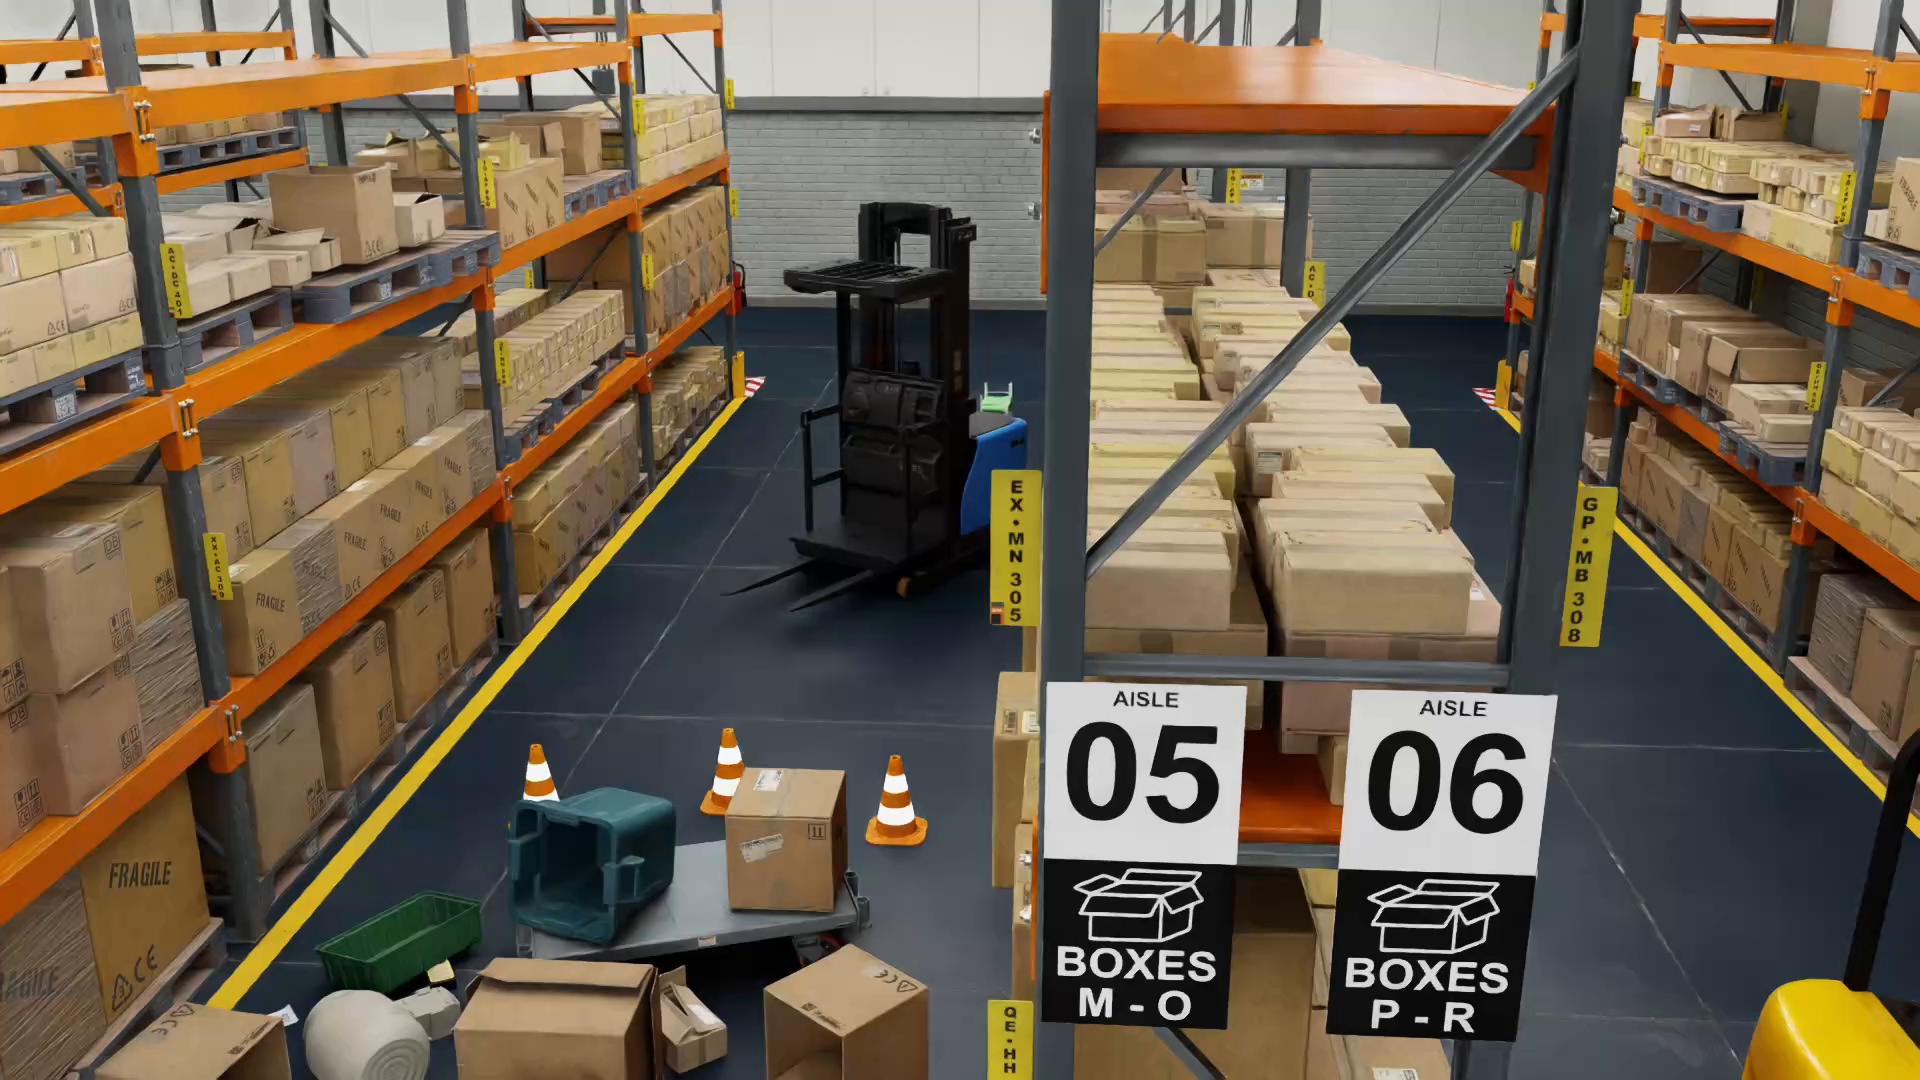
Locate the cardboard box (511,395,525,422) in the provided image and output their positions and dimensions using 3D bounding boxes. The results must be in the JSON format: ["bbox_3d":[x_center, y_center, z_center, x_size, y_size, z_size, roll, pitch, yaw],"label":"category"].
[{"bbox_3d":[-3.455,-0.979,12.324,0.380,0.149,0.250,2,18,7],"label":"cardboard box"}]

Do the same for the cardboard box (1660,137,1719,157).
[{"bbox_3d":[6.068,-3.262,13.835,0.380,0.149,0.250,2,18,5],"label":"cardboard box"}]

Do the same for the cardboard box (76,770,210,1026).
[{"bbox_3d":[-4.109,1.565,7.568,0.875,0.875,0.875,2,18,5],"label":"cardboard box"}]

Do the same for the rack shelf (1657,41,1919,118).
[{"bbox_3d":[6.331,-3.433,12.245,1.077,0.370,4.000,1,18,4],"label":"rack shelf"}]

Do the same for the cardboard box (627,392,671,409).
[{"bbox_3d":[-3.146,-1.399,16.824,0.380,0.149,0.250,1,18,2],"label":"cardboard box"}]

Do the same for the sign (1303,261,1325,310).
[{"bbox_3d":[1.492,-1.021,7.075,0.100,0.325,0.005,1,18,4],"label":"sign"}]

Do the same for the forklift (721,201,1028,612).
[{"bbox_3d":[-0.664,-1.106,13.091,1.130,2.935,3.031,12,22,33],"label":"forklift"}]

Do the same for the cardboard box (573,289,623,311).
[{"bbox_3d":[-3.255,-2.158,14.964,0.380,0.149,0.250,2,18,6],"label":"cardboard box"}]

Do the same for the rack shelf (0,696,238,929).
[{"bbox_3d":[-4.138,1.524,6.110,1.077,0.370,4.000,1,18,4],"label":"rack shelf"}]

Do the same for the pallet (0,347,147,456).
[{"bbox_3d":[-4.064,-0.569,6.666,1.003,0.211,1.213,1,18,4],"label":"pallet"}]

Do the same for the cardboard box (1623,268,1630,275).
[{"bbox_3d":[6.955,-2.739,17.726,0.500,0.250,0.500,1,18,4],"label":"cardboard box"}]

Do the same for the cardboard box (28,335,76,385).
[{"bbox_3d":[-3.737,-0.713,6.534,0.380,0.149,0.250,2,18,5],"label":"cardboard box"}]

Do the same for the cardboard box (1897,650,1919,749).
[{"bbox_3d":[6.043,1.042,9.565,0.875,0.625,0.625,1,18,2],"label":"cardboard box"}]

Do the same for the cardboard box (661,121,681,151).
[{"bbox_3d":[-3.057,-3.970,16.343,0.500,0.250,0.500,2,18,5],"label":"cardboard box"}]

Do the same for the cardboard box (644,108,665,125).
[{"bbox_3d":[-3.082,-4.113,16.140,0.380,0.149,0.250,1,18,2],"label":"cardboard box"}]

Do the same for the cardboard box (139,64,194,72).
[{"bbox_3d":[-8.229,-4.757,17.108,0.500,0.250,0.500,1,18,2],"label":"cardboard box"}]

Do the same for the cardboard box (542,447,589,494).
[{"bbox_3d":[-3.332,-0.569,13.478,0.500,0.250,0.500,1,18,4],"label":"cardboard box"}]

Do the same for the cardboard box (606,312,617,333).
[{"bbox_3d":[-3.270,-1.935,14.764,0.380,0.149,0.250,1,18,4],"label":"cardboard box"}]

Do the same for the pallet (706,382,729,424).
[{"bbox_3d":[-3.233,-1.566,18.863,1.003,0.211,1.213,1,18,4],"label":"pallet"}]

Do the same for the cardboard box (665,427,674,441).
[{"bbox_3d":[-3.089,-1.036,16.670,0.380,0.149,0.250,1,18,4],"label":"cardboard box"}]

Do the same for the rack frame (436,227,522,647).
[{"bbox_3d":[-3.708,-0.681,11.685,1.000,3.000,0.127,1,18,4],"label":"rack frame"}]

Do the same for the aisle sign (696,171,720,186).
[{"bbox_3d":[-2.830,-4.417,18.912,0.394,0.787,0.004,1,18,4],"label":"aisle sign"}]

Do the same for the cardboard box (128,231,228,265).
[{"bbox_3d":[-4.125,-1.429,8.555,0.500,0.250,0.500,1,18,3],"label":"cardboard box"}]

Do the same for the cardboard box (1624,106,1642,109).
[{"bbox_3d":[6.375,-4.106,16.279,0.500,0.250,0.500,2,18,5],"label":"cardboard box"}]

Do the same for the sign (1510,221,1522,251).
[{"bbox_3d":[6.220,-3.401,18.594,0.100,0.325,0.005,1,18,4],"label":"sign"}]

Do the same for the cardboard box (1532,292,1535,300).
[{"bbox_3d":[6.492,-2.682,18.194,0.380,0.149,0.250,2,18,5],"label":"cardboard box"}]

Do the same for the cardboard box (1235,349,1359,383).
[{"bbox_3d":[1.119,-0.537,5.551,0.380,0.149,0.250,1,18,5],"label":"cardboard box"}]

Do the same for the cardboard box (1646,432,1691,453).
[{"bbox_3d":[6.241,-0.862,14.534,0.380,0.149,0.250,1,18,2],"label":"cardboard box"}]

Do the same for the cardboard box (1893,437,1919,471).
[{"bbox_3d":[5.855,-0.511,9.964,0.380,0.149,0.250,1,18,5],"label":"cardboard box"}]

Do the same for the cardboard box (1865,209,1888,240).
[{"bbox_3d":[5.860,-1.953,10.288,0.380,0.166,0.250,1,18,4],"label":"cardboard box"}]

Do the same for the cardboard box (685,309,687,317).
[{"bbox_3d":[-3.055,-2.379,17.271,0.380,0.149,0.250,2,18,6],"label":"cardboard box"}]

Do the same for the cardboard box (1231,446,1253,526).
[{"bbox_3d":[1.023,-0.081,4.798,0.500,0.250,0.500,2,18,6],"label":"cardboard box"}]

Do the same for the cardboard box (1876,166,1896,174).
[{"bbox_3d":[6.525,-2.525,11.617,0.380,0.149,0.250,2,18,6],"label":"cardboard box"}]

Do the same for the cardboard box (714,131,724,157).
[{"bbox_3d":[-2.903,-4.373,18.375,0.500,0.250,0.500,1,18,3],"label":"cardboard box"}]

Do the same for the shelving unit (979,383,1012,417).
[{"bbox_3d":[0.319,-0.755,14.802,0.258,1.200,0.503,2,18,5],"label":"shelving unit"}]

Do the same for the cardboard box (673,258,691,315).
[{"bbox_3d":[-3.034,-2.570,16.812,0.500,0.500,0.500,1,18,3],"label":"cardboard box"}]

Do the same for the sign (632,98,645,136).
[{"bbox_3d":[-2.867,-3.771,14.834,0.100,0.325,0.005,1,18,4],"label":"sign"}]

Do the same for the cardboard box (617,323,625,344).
[{"bbox_3d":[-3.252,-1.876,15.061,0.380,0.149,0.250,1,18,3],"label":"cardboard box"}]

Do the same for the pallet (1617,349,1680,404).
[{"bbox_3d":[6.309,-1.398,14.181,1.003,0.211,1.213,1,18,4],"label":"pallet"}]

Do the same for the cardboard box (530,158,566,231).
[{"bbox_3d":[-3.342,-2.637,12.675,0.500,0.500,0.500,1,18,4],"label":"cardboard box"}]

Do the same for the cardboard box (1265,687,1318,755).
[{"bbox_3d":[0.941,0.397,3.981,0.380,0.149,0.250,1,18,2],"label":"cardboard box"}]

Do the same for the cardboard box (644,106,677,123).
[{"bbox_3d":[-3.016,-4.197,16.395,0.380,0.149,0.250,2,18,7],"label":"cardboard box"}]

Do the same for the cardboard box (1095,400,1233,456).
[{"bbox_3d":[0.589,-0.307,4.849,0.380,0.149,0.250,1,18,2],"label":"cardboard box"}]

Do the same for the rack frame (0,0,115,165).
[{"bbox_3d":[-8.361,-4.917,14.976,1.000,3.000,0.127,1,18,4],"label":"rack frame"}]

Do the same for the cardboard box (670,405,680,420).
[{"bbox_3d":[-3.100,-1.341,17.125,0.380,0.149,0.250,2,18,6],"label":"cardboard box"}]

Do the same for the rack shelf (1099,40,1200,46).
[{"bbox_3d":[1.380,-3.542,12.580,1.077,0.370,4.000,1,18,4],"label":"rack shelf"}]

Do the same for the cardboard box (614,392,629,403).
[{"bbox_3d":[-3.569,-1.404,16.840,0.380,0.149,0.250,2,18,6],"label":"cardboard box"}]

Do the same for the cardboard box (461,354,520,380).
[{"bbox_3d":[-3.465,-1.267,12.246,0.380,0.149,0.250,1,18,2],"label":"cardboard box"}]

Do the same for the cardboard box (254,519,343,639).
[{"bbox_3d":[-3.653,0.199,8.837,0.500,0.500,0.500,1,18,4],"label":"cardboard box"}]

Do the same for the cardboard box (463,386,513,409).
[{"bbox_3d":[-3.473,-1.049,12.057,0.380,0.149,0.250,2,18,6],"label":"cardboard box"}]

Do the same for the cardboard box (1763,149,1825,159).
[{"bbox_3d":[6.426,-2.933,12.832,0.380,0.149,0.250,1,18,4],"label":"cardboard box"}]

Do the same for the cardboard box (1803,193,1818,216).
[{"bbox_3d":[6.056,-2.313,11.448,0.380,0.149,0.250,2,18,5],"label":"cardboard box"}]

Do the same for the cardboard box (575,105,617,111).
[{"bbox_3d":[-3.604,-4.210,16.436,0.380,0.149,0.250,1,18,4],"label":"cardboard box"}]

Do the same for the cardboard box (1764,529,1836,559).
[{"bbox_3d":[5.971,0.028,11.818,0.380,0.149,0.250,0,18,1],"label":"cardboard box"}]

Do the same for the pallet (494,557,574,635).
[{"bbox_3d":[-3.650,0.401,12.860,1.003,0.211,1.213,1,18,4],"label":"pallet"}]

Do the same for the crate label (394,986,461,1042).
[{"bbox_3d":[-2.444,2.165,7.597,0.298,0.136,0.250,-13,22,-34],"label":"crate label"}]
